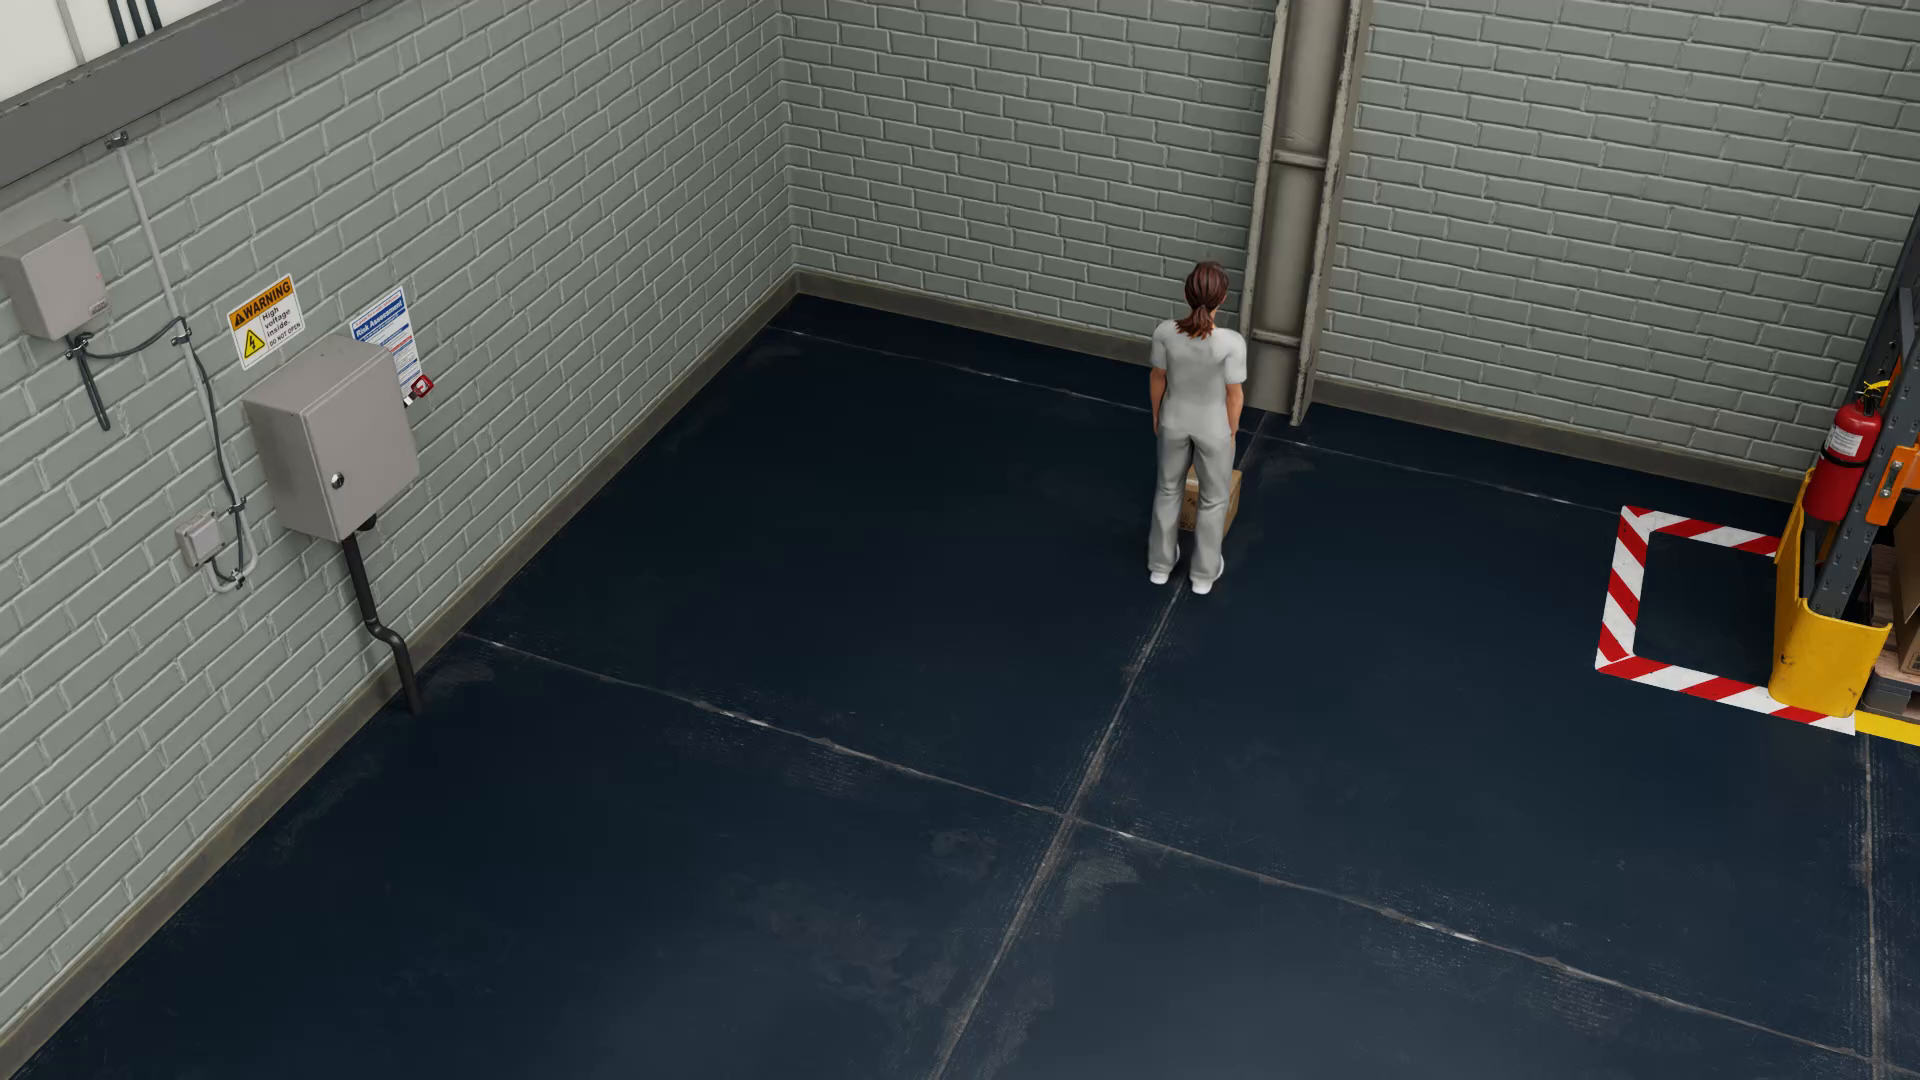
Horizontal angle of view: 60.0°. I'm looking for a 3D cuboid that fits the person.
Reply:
[{"bbox_3d":[1.046,-0.497,7.467,0.437,1.673,0.378,15,40,18],"label":"person"}]
